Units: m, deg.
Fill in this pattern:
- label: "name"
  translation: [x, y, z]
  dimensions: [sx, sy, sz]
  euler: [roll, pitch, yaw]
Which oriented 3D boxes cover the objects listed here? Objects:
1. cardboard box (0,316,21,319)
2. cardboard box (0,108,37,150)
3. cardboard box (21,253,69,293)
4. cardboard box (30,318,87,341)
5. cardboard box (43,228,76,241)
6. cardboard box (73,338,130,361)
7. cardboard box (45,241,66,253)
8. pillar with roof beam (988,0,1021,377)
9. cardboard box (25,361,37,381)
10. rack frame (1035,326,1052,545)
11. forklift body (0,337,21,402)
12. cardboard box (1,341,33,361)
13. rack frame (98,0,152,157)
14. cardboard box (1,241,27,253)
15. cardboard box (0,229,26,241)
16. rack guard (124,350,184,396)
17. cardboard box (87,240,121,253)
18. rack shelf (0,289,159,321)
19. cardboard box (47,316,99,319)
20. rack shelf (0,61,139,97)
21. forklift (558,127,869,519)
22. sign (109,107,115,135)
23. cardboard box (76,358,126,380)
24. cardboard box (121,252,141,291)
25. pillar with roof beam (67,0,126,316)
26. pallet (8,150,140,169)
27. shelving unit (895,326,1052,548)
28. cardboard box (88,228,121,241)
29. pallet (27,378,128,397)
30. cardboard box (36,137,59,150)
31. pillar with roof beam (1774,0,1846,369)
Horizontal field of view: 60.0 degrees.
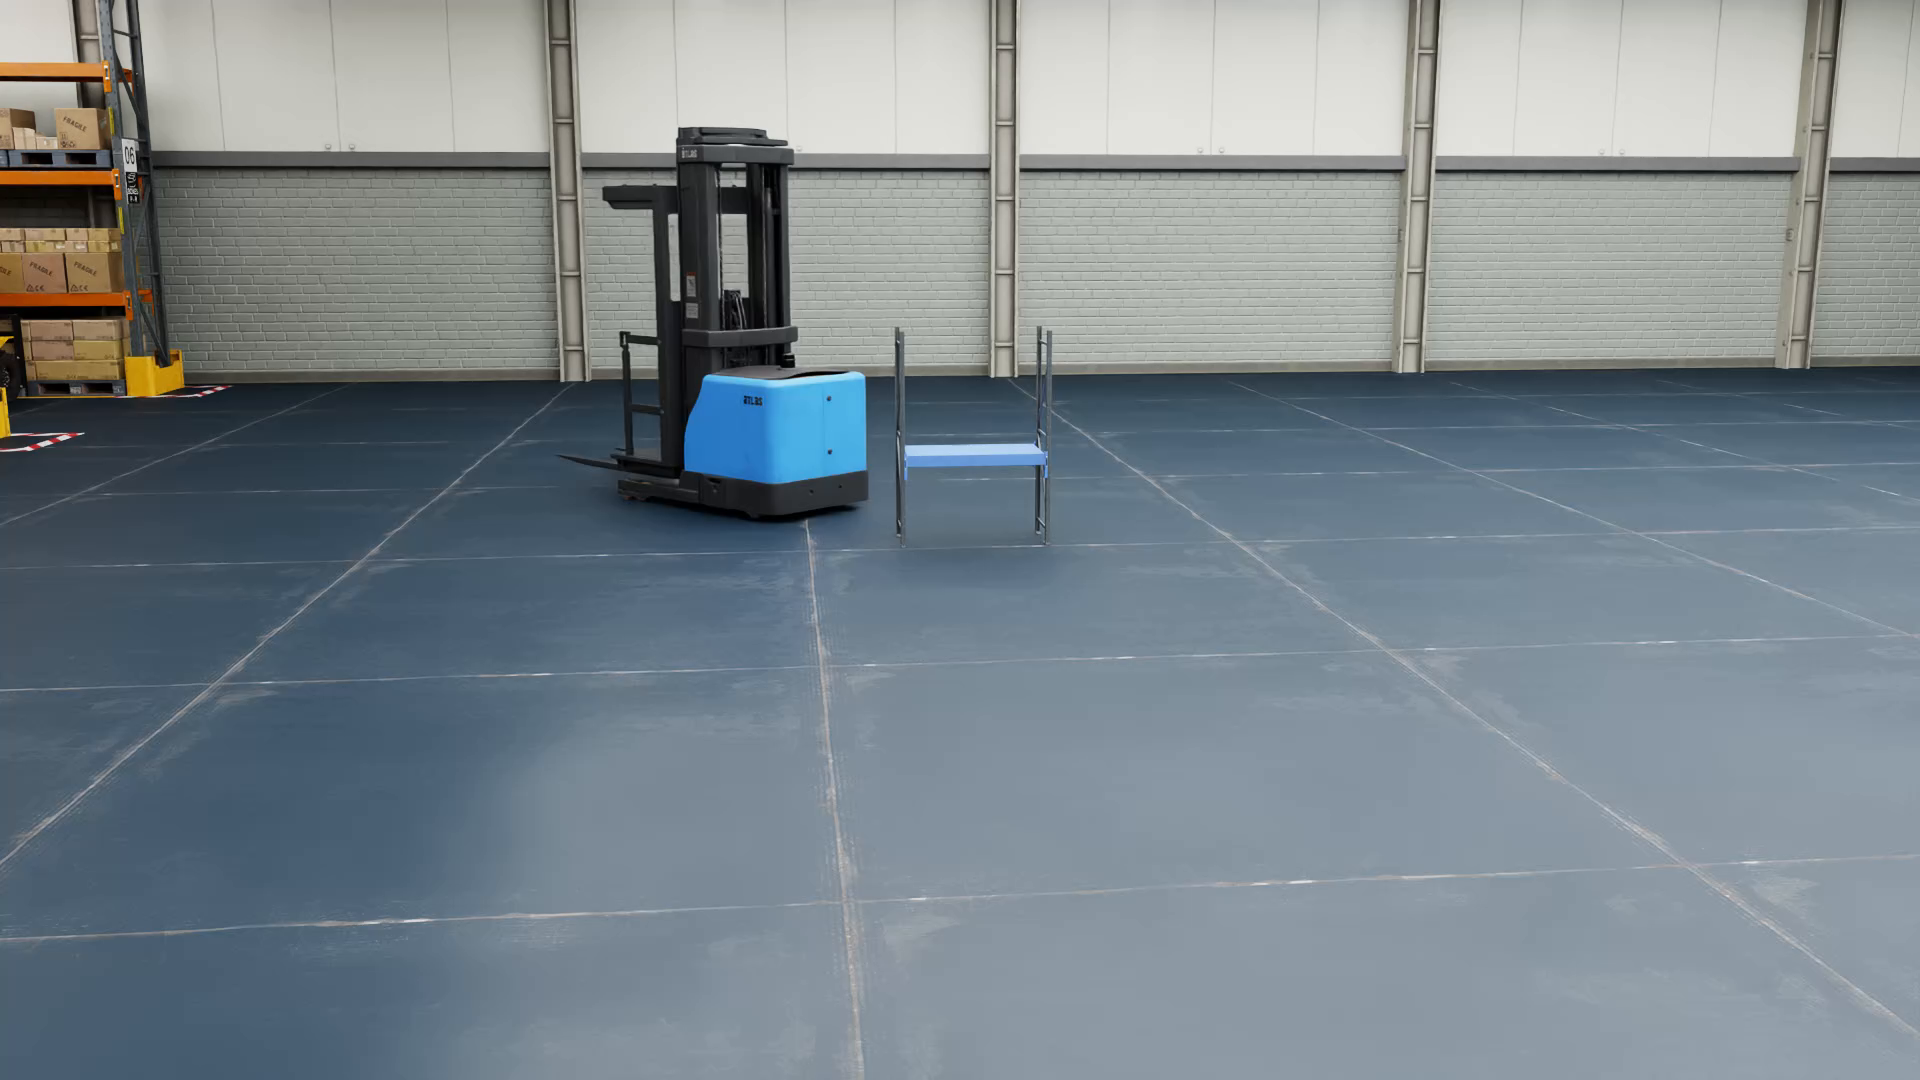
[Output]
- label: "cardboard box"
  translation: [-12.529, -2.757, 21.563]
  dimensions: [0.500, 0.250, 0.500]
  euler: [-1, 11, -7]
- label: "cardboard box"
  translation: [-11.968, -5.130, 20.803]
  dimensions: [0.500, 0.500, 0.700]
  euler: [-1, 11, -6]
- label: "cardboard box"
  translation: [-11.503, -3.391, 21.084]
  dimensions: [0.500, 0.500, 0.500]
  euler: [-1, 11, -4]
- label: "cardboard box"
  translation: [-11.457, -2.678, 21.163]
  dimensions: [0.500, 0.250, 0.500]
  euler: [-1, 11, -5]
- label: "cardboard box"
  translation: [-11.358, -3.856, 20.993]
  dimensions: [0.250, 0.149, 0.380]
  euler: [-1, 11, -5]
- label: "cardboard box"
  translation: [-10.976, -2.444, 21.268]
  dimensions: [0.500, 0.250, 0.500]
  euler: [-1, 11, -7]
- label: "cardboard box"
  translation: [-11.356, -3.714, 21.042]
  dimensions: [0.250, 0.149, 0.380]
  euler: [-1, 11, -5]
- label: "pillar with roof beam"
  translation: [1.080, -5.938, 18.747]
  dimensions: [0.400, 9.000, 9.100]
  euler: [-1, 11, -6]
- label: "cardboard box"
  translation: [-11.952, -2.181, 21.227]
  dimensions: [0.500, 0.250, 0.500]
  euler: [-1, 11, -5]
- label: "rack frame"
  translation: [0.590, -0.748, 11.786]
  dimensions: [0.032, 1.500, 0.500]
  euler: [-1, 11, -6]
- label: "forklift body"
  translation: [-12.214, -2.606, 19.549]
  dimensions: [1.214, 2.155, 2.313]
  euler: [-1, 11, -6]
- label: "cardboard box"
  translation: [-11.987, -2.421, 21.150]
  dimensions: [0.500, 0.250, 0.500]
  euler: [-1, 11, -7]
- label: "rack frame"
  translation: [-10.526, -6.356, 20.869]
  dimensions: [0.127, 3.000, 1.000]
  euler: [-1, 11, -6]
- label: "cardboard box"
  translation: [-11.864, -3.696, 20.952]
  dimensions: [0.250, 0.149, 0.380]
  euler: [-2, 11, -8]
- label: "cardboard box"
  translation: [-11.861, -3.838, 20.903]
  dimensions: [0.250, 0.149, 0.380]
  euler: [-1, 11, -5]
- label: "rack guard"
  translation: [-10.502, -2.186, 21.691]
  dimensions: [0.348, 0.500, 1.175]
  euler: [-1, 11, -6]
- label: "cardboard box"
  translation: [-10.840, -3.718, 21.065]
  dimensions: [0.250, 0.149, 0.380]
  euler: [-1, 11, -5]
- label: "rack shelf"
  translation: [-12.514, -3.017, 21.305]
  dimensions: [4.000, 0.370, 1.077]
  euler: [-1, 11, -6]
- label: "cardboard box"
  translation: [-11.520, -2.775, 21.653]
  dimensions: [0.500, 0.250, 0.500]
  euler: [-1, 11, -6]
- label: "rack shelf"
  translation: [-12.514, -5.765, 20.765]
  dimensions: [4.000, 0.370, 1.077]
  euler: [-1, 11, -6]
- label: "forklift"
  translation: [-2.155, -1.812, 13.485]
  dimensions: [3.031, 2.935, 1.130]
  euler: [10, 15, 41]
- label: "sign"
  translation: [-10.481, -5.175, 20.550]
  dimensions: [0.005, 0.325, 0.100]
  euler: [-1, 11, -6]
- label: "cardboard box"
  translation: [-10.959, -2.199, 21.314]
  dimensions: [0.500, 0.250, 0.500]
  euler: [-1, 11, -6]
- label: "cardboard box"
  translation: [-11.048, -3.504, 21.657]
  dimensions: [0.500, 0.500, 0.500]
  euler: [-1, 11, -4]
- label: "pillar with roof beam"
  translation: [-10.850, -5.688, 17.475]
  dimensions: [0.400, 9.000, 9.100]
  euler: [-1, 11, -6]
- label: "pallet"
  translation: [-11.231, -4.831, 21.117]
  dimensions: [1.213, 0.211, 1.003]
  euler: [-1, 11, -6]
- label: "shelving unit"
  translation: [0.085, -0.738, 11.732]
  dimensions: [1.048, 1.500, 0.538]
  euler: [-1, 11, -6]
- label: "cardboard box"
  translation: [-10.859, -3.877, 21.103]
  dimensions: [0.250, 0.149, 0.380]
  euler: [-1, 11, -6]
- label: "pallet"
  translation: [-11.281, -2.020, 21.595]
  dimensions: [1.213, 0.211, 1.003]
  euler: [-1, 11, -6]
- label: "cardboard box"
  translation: [-11.317, -4.940, 20.748]
  dimensions: [0.250, 0.149, 0.380]
  euler: [-2, 11, -8]
- label: "pillar with roof beam"
  translation: [13.009, -6.188, 20.018]
  dimensions: [0.400, 9.000, 9.100]
  euler: [-1, 11, -6]
